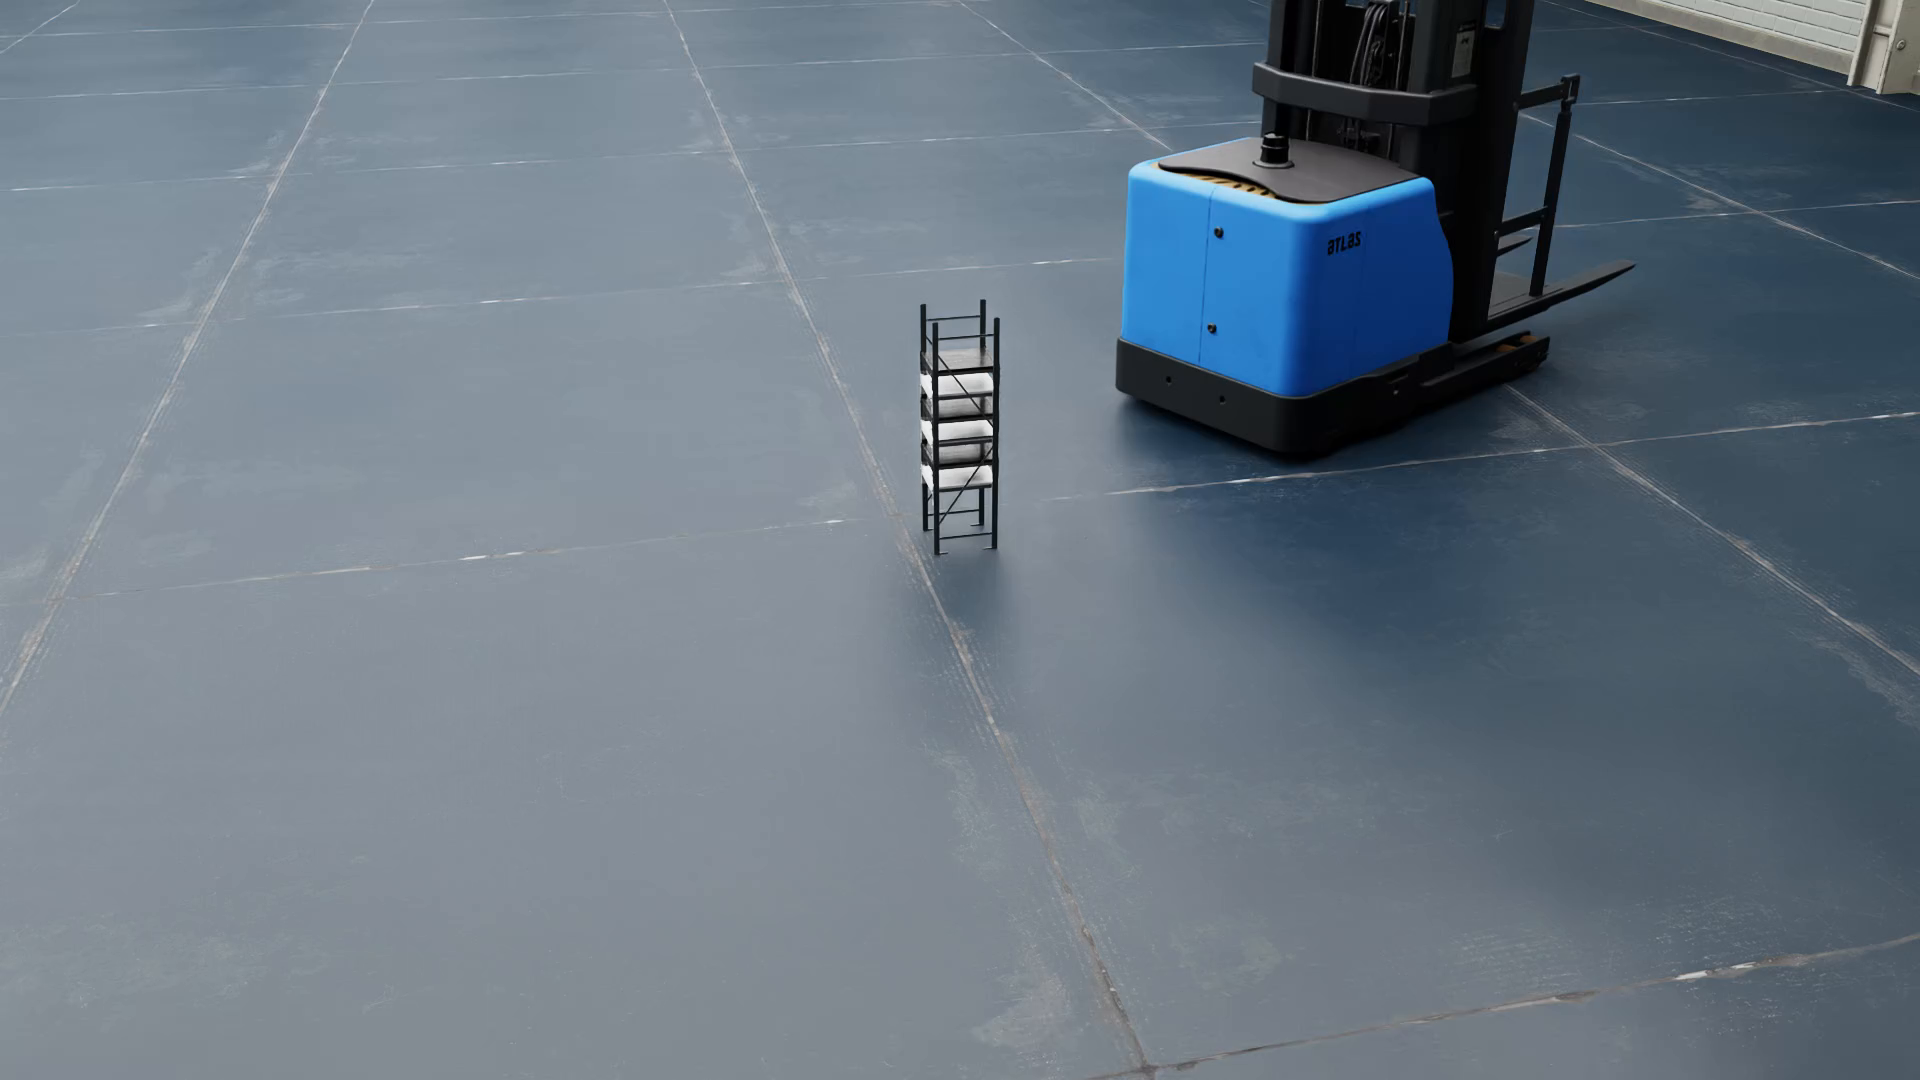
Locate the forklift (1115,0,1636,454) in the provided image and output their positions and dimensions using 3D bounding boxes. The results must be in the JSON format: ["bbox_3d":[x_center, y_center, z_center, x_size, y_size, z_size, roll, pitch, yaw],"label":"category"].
[{"bbox_3d":[2.137,-2.206,7.368,3.031,2.935,1.130,-22,34,-36],"label":"forklift"}]

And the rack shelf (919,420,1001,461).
[{"bbox_3d":[-0.002,-0.376,6.069,0.258,0.077,0.200,-6,27,-12],"label":"rack shelf"}]

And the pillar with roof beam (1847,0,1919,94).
[{"bbox_3d":[3.289,-7.257,10.641,9.100,9.000,0.400,-6,27,-12],"label":"pillar with roof beam"}]

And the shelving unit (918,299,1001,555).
[{"bbox_3d":[-0.002,-0.405,6.054,0.258,0.900,0.210,-6,27,-12],"label":"shelving unit"}]

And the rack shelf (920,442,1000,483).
[{"bbox_3d":[-0.002,-0.295,6.110,0.258,0.077,0.200,-6,27,-12],"label":"rack shelf"}]

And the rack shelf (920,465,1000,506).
[{"bbox_3d":[-0.002,-0.215,6.150,0.258,0.077,0.200,-6,27,-12],"label":"rack shelf"}]

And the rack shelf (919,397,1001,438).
[{"bbox_3d":[-0.002,-0.456,6.029,0.258,0.077,0.200,-6,27,-12],"label":"rack shelf"}]

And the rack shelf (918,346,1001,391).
[{"bbox_3d":[-0.002,-0.617,5.948,0.258,0.077,0.200,-6,27,-12],"label":"rack shelf"}]

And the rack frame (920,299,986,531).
[{"bbox_3d":[-0.025,-0.450,6.143,0.240,0.900,0.006,-6,27,-12],"label":"rack frame"}]

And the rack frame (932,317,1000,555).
[{"bbox_3d":[0.021,-0.361,5.966,0.240,0.900,0.006,-6,27,-12],"label":"rack frame"}]

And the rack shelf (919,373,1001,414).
[{"bbox_3d":[-0.002,-0.536,5.988,0.258,0.077,0.200,-6,27,-12],"label":"rack shelf"}]
